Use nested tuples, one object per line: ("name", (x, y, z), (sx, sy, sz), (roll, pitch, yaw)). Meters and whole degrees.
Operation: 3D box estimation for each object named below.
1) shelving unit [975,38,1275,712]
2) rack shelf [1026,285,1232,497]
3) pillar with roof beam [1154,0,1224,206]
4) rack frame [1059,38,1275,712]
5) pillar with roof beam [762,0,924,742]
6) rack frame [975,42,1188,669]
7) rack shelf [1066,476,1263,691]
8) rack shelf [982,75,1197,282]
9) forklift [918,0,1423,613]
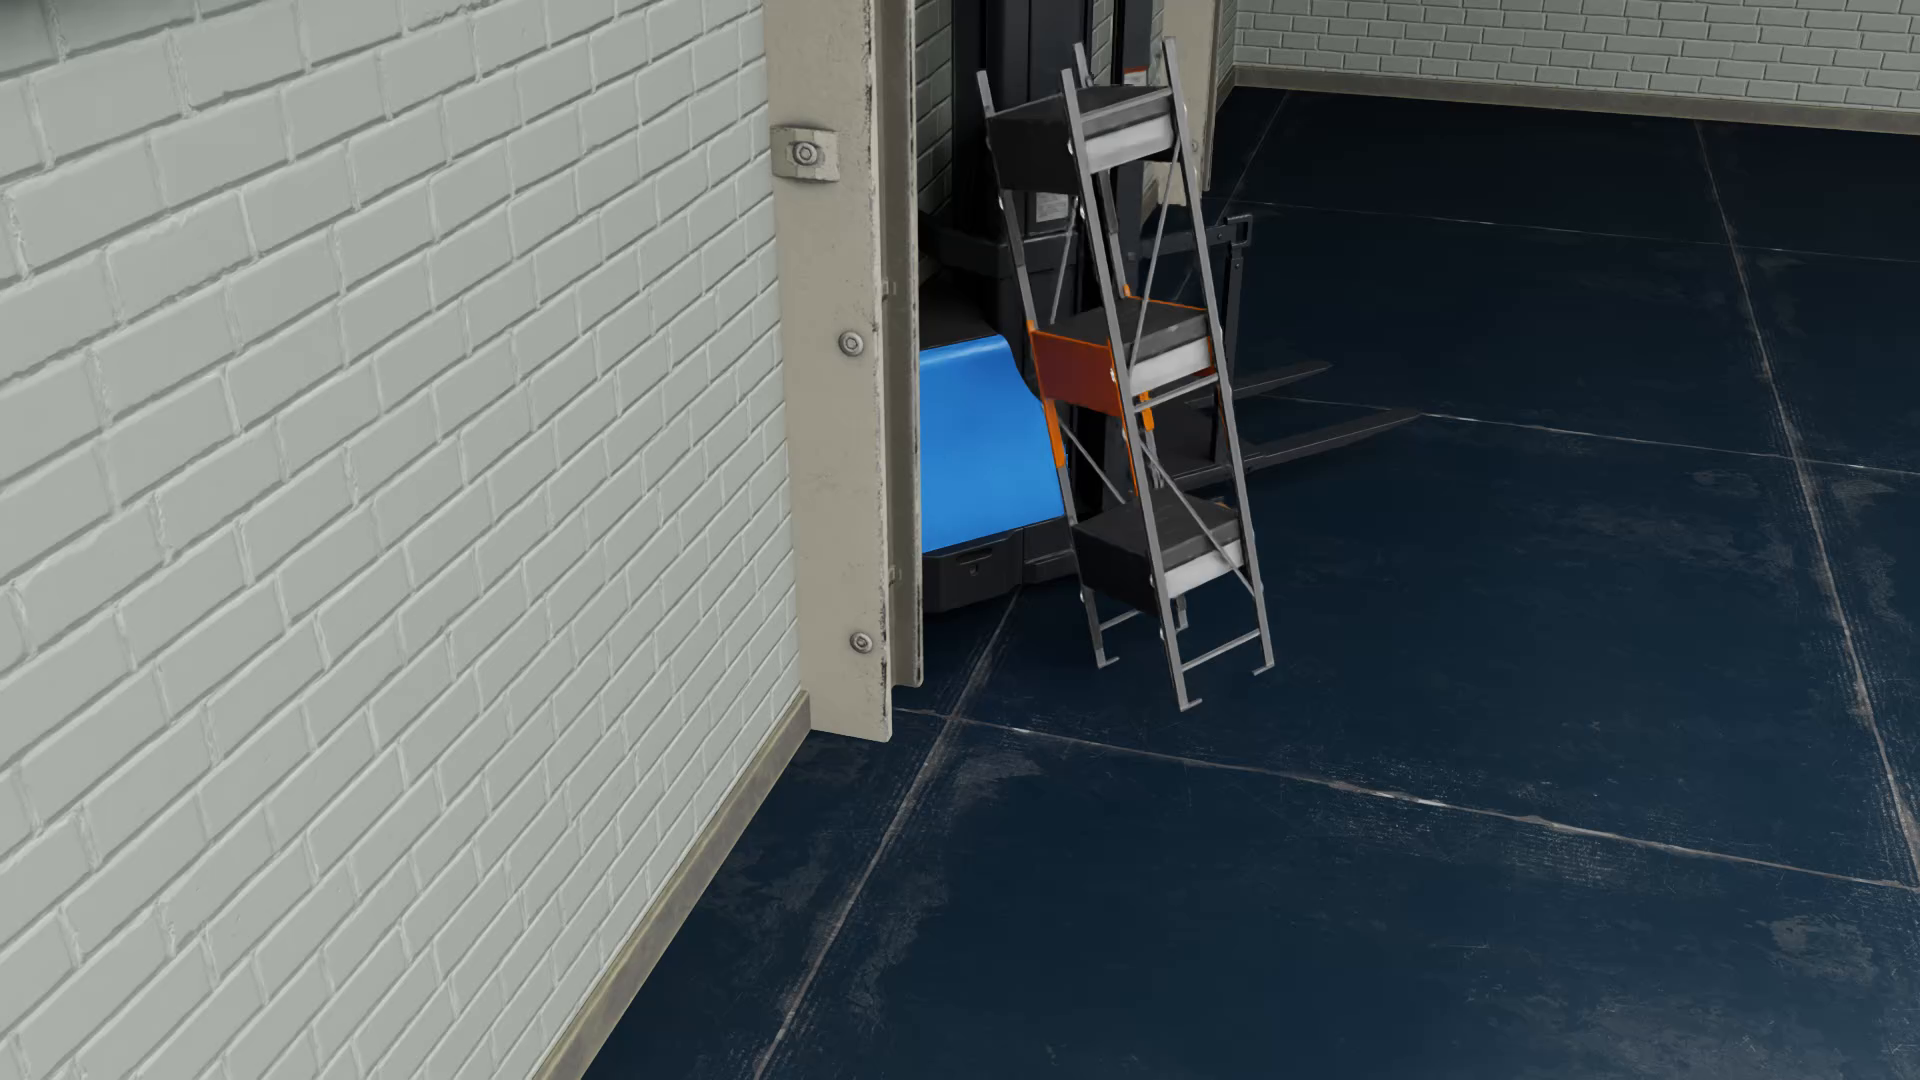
("shelving unit", (0.557, -0.510, 5.405), (0.431, 2.100, 0.503), (-23, 23, -23))
("rack shelf", (0.560, -0.498, 5.410), (0.431, 0.518, 0.480), (-23, 23, -23))
("pillar with roof beam", (5.544, -5.546, 7.463), (9.100, 9.000, 0.400), (8, 30, 15))
("rack frame", (0.675, -0.455, 5.199), (0.400, 2.100, 0.015), (-23, 23, -23))
("pillar with roof beam", (3.783, -2.758, 2.450), (9.100, 9.000, 0.400), (8, 30, 15))
("rack frame", (0.438, -0.566, 5.611), (0.400, 2.100, 0.015), (-23, 23, -23))
("rack shelf", (0.707, 0.137, 5.665), (0.431, 0.518, 0.480), (-23, 23, -23))
("rack shelf", (0.413, -1.133, 5.154), (0.431, 0.518, 0.480), (-23, 23, -23))
("forklift", (0.548, -1.428, 6.303), (3.031, 2.935, 1.130), (-15, 32, -25))
